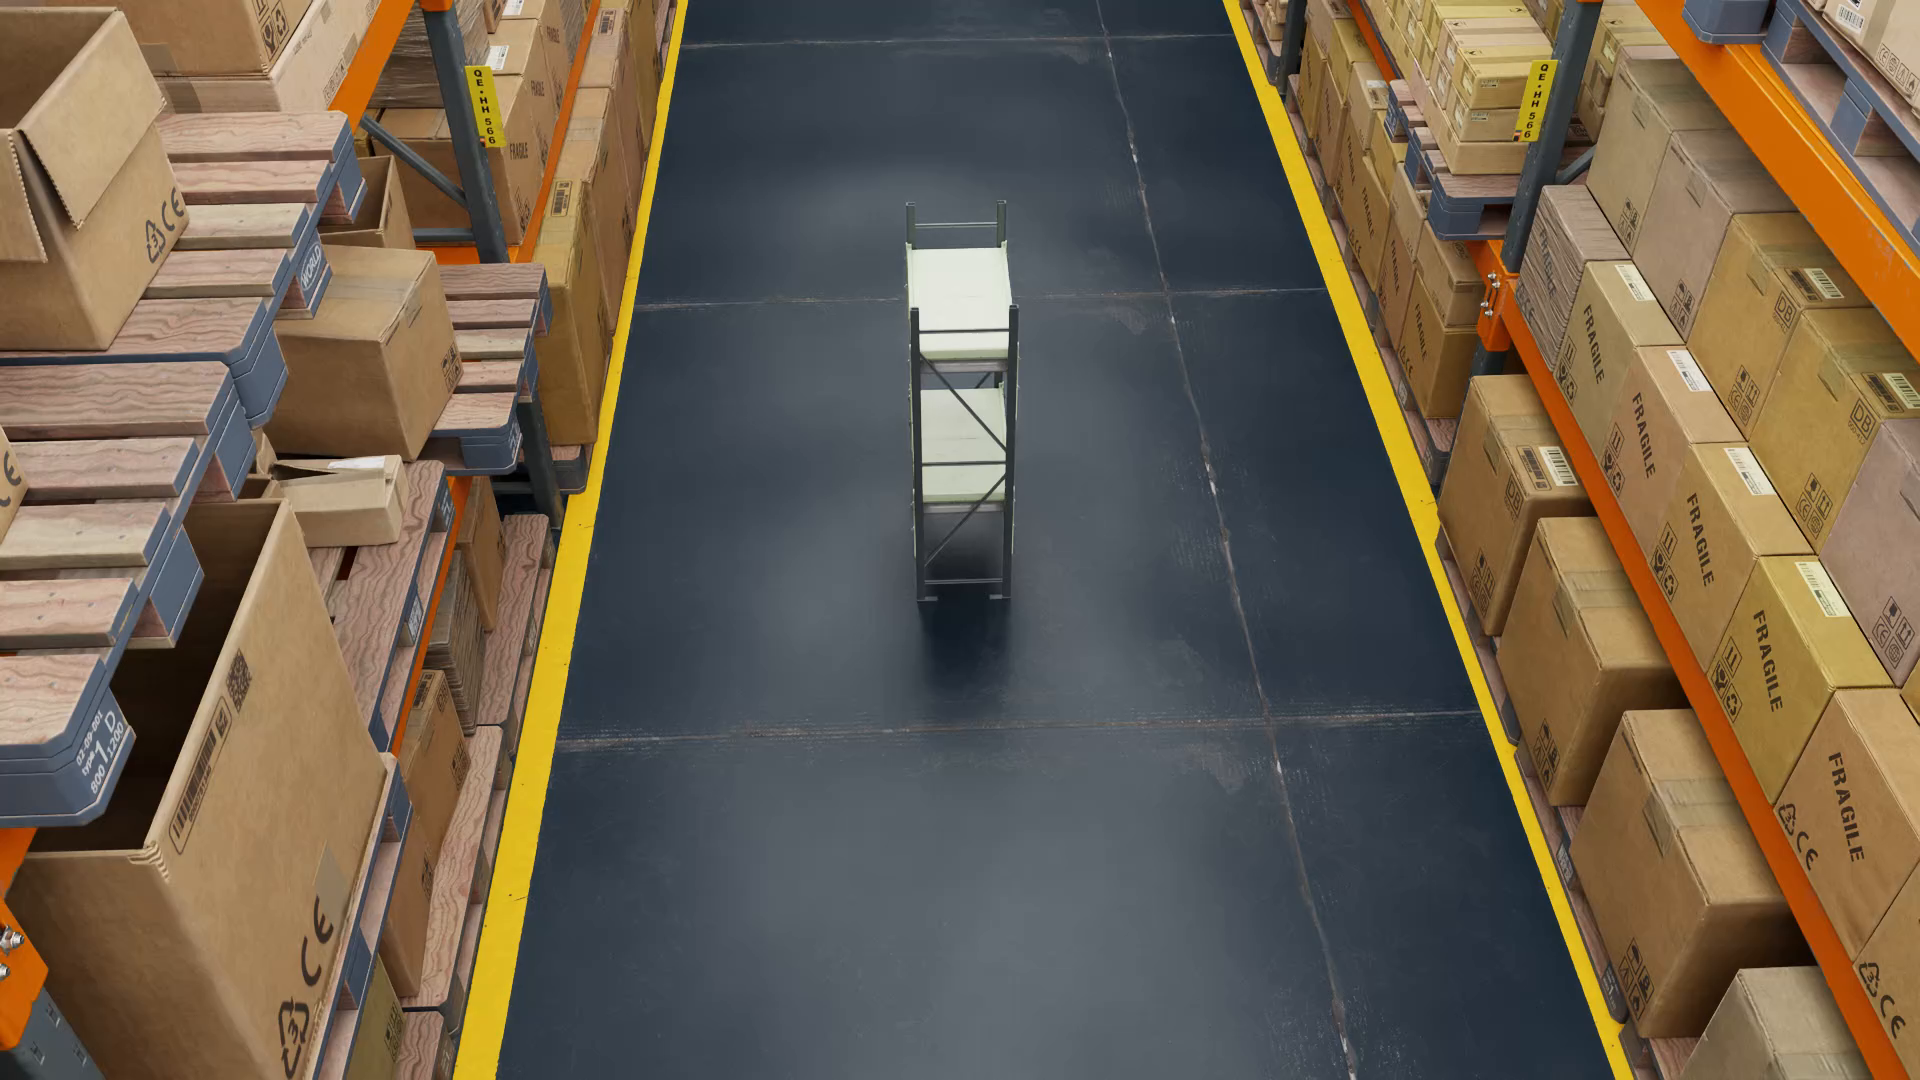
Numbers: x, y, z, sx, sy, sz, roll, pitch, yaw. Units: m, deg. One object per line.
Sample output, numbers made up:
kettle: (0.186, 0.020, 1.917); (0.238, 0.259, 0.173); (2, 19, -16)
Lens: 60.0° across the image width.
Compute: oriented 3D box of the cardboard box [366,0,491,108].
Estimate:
cardboard box: (-2.303, -2.073, 6.625); (0.797, 0.503, 0.637); (0, 43, 0)

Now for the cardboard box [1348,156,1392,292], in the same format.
cardboard box: (2.325, -1.624, 8.490); (0.500, 0.500, 0.500); (-3, 43, -4)

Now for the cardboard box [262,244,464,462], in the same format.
cardboard box: (-2.102, -0.627, 5.479); (0.700, 0.500, 0.500); (4, 43, 5)

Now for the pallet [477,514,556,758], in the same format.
pallet: (-2.256, 0.383, 6.825); (1.003, 0.211, 1.213); (-2, 43, -2)

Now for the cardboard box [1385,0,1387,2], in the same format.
cardboard box: (2.139, -2.610, 7.682); (0.380, 0.149, 0.250); (-1, 43, -1)

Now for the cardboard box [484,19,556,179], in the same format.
cardboard box: (-2.061, -1.893, 7.171); (0.500, 0.500, 0.500); (-3, 43, -3)

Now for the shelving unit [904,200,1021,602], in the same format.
shelving unit: (0.000, -0.548, 6.888); (0.431, 1.500, 0.755); (-2, 43, -2)

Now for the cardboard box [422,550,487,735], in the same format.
cardboard box: (-2.203, 0.413, 6.254); (0.700, 0.500, 0.500); (-5, 43, -5)

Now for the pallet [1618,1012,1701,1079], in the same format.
pallet: (2.733, 1.963, 5.102); (1.003, 0.211, 1.213); (-2, 43, -2)

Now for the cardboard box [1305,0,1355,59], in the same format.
cardboard box: (2.269, -2.950, 9.383); (0.500, 0.250, 0.500); (-3, 43, -4)

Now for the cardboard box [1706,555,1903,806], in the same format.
cardboard box: (2.509, 0.390, 4.680); (0.500, 0.500, 0.500); (-1, 43, -1)

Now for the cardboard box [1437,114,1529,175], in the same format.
cardboard box: (2.191, -1.629, 6.832); (0.380, 0.149, 0.250); (-1, 43, -1)

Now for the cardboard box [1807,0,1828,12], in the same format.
cardboard box: (2.504, -1.655, 4.492); (0.500, 0.250, 0.500); (-1, 43, -1)

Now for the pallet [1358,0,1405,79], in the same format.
pallet: (2.547, -2.511, 8.061); (1.003, 0.211, 1.213); (-2, 43, -2)

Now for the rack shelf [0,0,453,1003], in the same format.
rack shelf: (-2.203, -0.663, 4.215); (1.077, 0.370, 4.000); (-2, 43, -2)

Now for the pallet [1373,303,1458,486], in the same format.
pallet: (2.640, -0.746, 8.057); (1.003, 0.211, 1.213); (-2, 43, -2)

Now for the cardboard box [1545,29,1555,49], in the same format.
cardboard box: (2.818, -2.162, 7.414); (0.380, 0.149, 0.250); (0, 43, 0)

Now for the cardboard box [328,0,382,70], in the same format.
cardboard box: (-1.988, -1.574, 4.788); (0.500, 0.250, 0.500); (-2, 43, -2)

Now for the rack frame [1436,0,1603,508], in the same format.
rack frame: (2.672, -1.246, 6.540); (1.000, 3.000, 0.127); (-2, 43, -2)

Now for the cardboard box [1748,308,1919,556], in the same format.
cardboard box: (2.750, -0.316, 4.710); (0.700, 0.500, 0.500); (-2, 43, -2)

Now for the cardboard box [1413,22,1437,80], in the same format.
cardboard box: (2.169, -2.096, 7.122); (0.380, 0.149, 0.250); (-1, 43, -1)

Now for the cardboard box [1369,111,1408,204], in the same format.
cardboard box: (2.342, -1.895, 8.231); (0.500, 0.250, 0.500); (-1, 43, -1)

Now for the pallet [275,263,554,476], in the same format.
pallet: (-2.151, -0.624, 6.002); (1.213, 0.211, 1.003); (-2, 43, -2)

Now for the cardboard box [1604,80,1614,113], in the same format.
cardboard box: (2.852, -1.750, 6.744); (0.380, 0.149, 0.250); (0, 43, 0)

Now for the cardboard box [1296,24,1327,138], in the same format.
cardboard box: (2.268, -2.674, 9.636); (0.500, 0.500, 0.500); (0, 43, 0)

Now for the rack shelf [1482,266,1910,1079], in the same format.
rack shelf: (2.757, 0.369, 5.310); (1.077, 0.370, 4.000); (-2, 43, -2)

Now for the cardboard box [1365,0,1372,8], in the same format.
cardboard box: (2.127, -2.678, 7.977); (0.380, 0.149, 0.250); (-3, 43, -4)

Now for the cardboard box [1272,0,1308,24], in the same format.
cardboard box: (2.171, -3.364, 10.429); (0.380, 0.149, 0.250); (-1, 43, -1)

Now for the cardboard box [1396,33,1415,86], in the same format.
cardboard box: (2.164, -2.138, 7.388); (0.380, 0.149, 0.250); (-2, 43, -2)

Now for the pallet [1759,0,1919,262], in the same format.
pallet: (2.802, -1.095, 4.294); (1.003, 0.211, 1.213); (0, 43, 0)

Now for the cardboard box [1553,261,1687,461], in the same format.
cardboard box: (2.445, -0.629, 5.792); (0.500, 0.500, 0.500); (-2, 43, -2)

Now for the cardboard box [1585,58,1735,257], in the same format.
cardboard box: (2.681, -1.349, 5.837); (0.700, 0.500, 0.500); (-2, 43, -2)

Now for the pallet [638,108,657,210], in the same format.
pallet: (-2.350, -2.326, 9.781); (1.003, 0.211, 1.213); (-2, 43, -2)

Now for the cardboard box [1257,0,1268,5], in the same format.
cardboard box: (2.142, -3.660, 10.972); (0.380, 0.149, 0.250); (-3, 43, -3)

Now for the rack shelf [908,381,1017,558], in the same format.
rack shelf: (0.000, -0.308, 7.108); (0.431, 0.370, 0.720); (-2, 43, -2)

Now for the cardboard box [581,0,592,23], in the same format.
cardboard box: (-2.122, -2.915, 8.286); (0.500, 0.500, 0.500); (-2, 43, -2)

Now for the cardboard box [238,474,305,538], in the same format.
cardboard box: (-2.284, 0.168, 4.610); (0.797, 0.503, 0.637); (2, 43, 3)

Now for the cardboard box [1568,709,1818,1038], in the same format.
cardboard box: (2.688, 1.061, 5.377); (1.050, 0.750, 0.750); (-2, 43, -2)

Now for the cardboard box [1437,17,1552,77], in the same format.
cardboard box: (2.184, -2.015, 6.813); (0.380, 0.149, 0.250); (-2, 43, -2)

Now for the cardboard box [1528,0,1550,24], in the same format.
cardboard box: (2.803, -2.452, 7.510); (0.380, 0.149, 0.250); (-2, 43, -2)

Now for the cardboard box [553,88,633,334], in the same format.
cardboard box: (-2.327, -1.612, 8.200); (1.225, 0.875, 0.875); (-2, 43, -2)

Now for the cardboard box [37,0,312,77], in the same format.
cardboard box: (-1.980, -1.504, 4.157); (0.500, 0.500, 0.500); (-1, 43, -1)

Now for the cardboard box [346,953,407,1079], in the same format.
cardboard box: (-2.124, 1.550, 5.013); (0.700, 0.500, 0.500); (-2, 43, -2)

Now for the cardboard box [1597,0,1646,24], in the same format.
cardboard box: (2.826, -2.193, 7.007); (0.380, 0.149, 0.250); (-2, 43, -2)

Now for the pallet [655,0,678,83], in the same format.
pallet: (-2.412, -3.360, 10.910); (1.003, 0.211, 1.213); (-2, 43, -2)

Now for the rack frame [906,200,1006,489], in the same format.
rack frame: (-0.015, -0.795, 7.158); (0.400, 1.500, 0.023); (-2, 43, -2)
